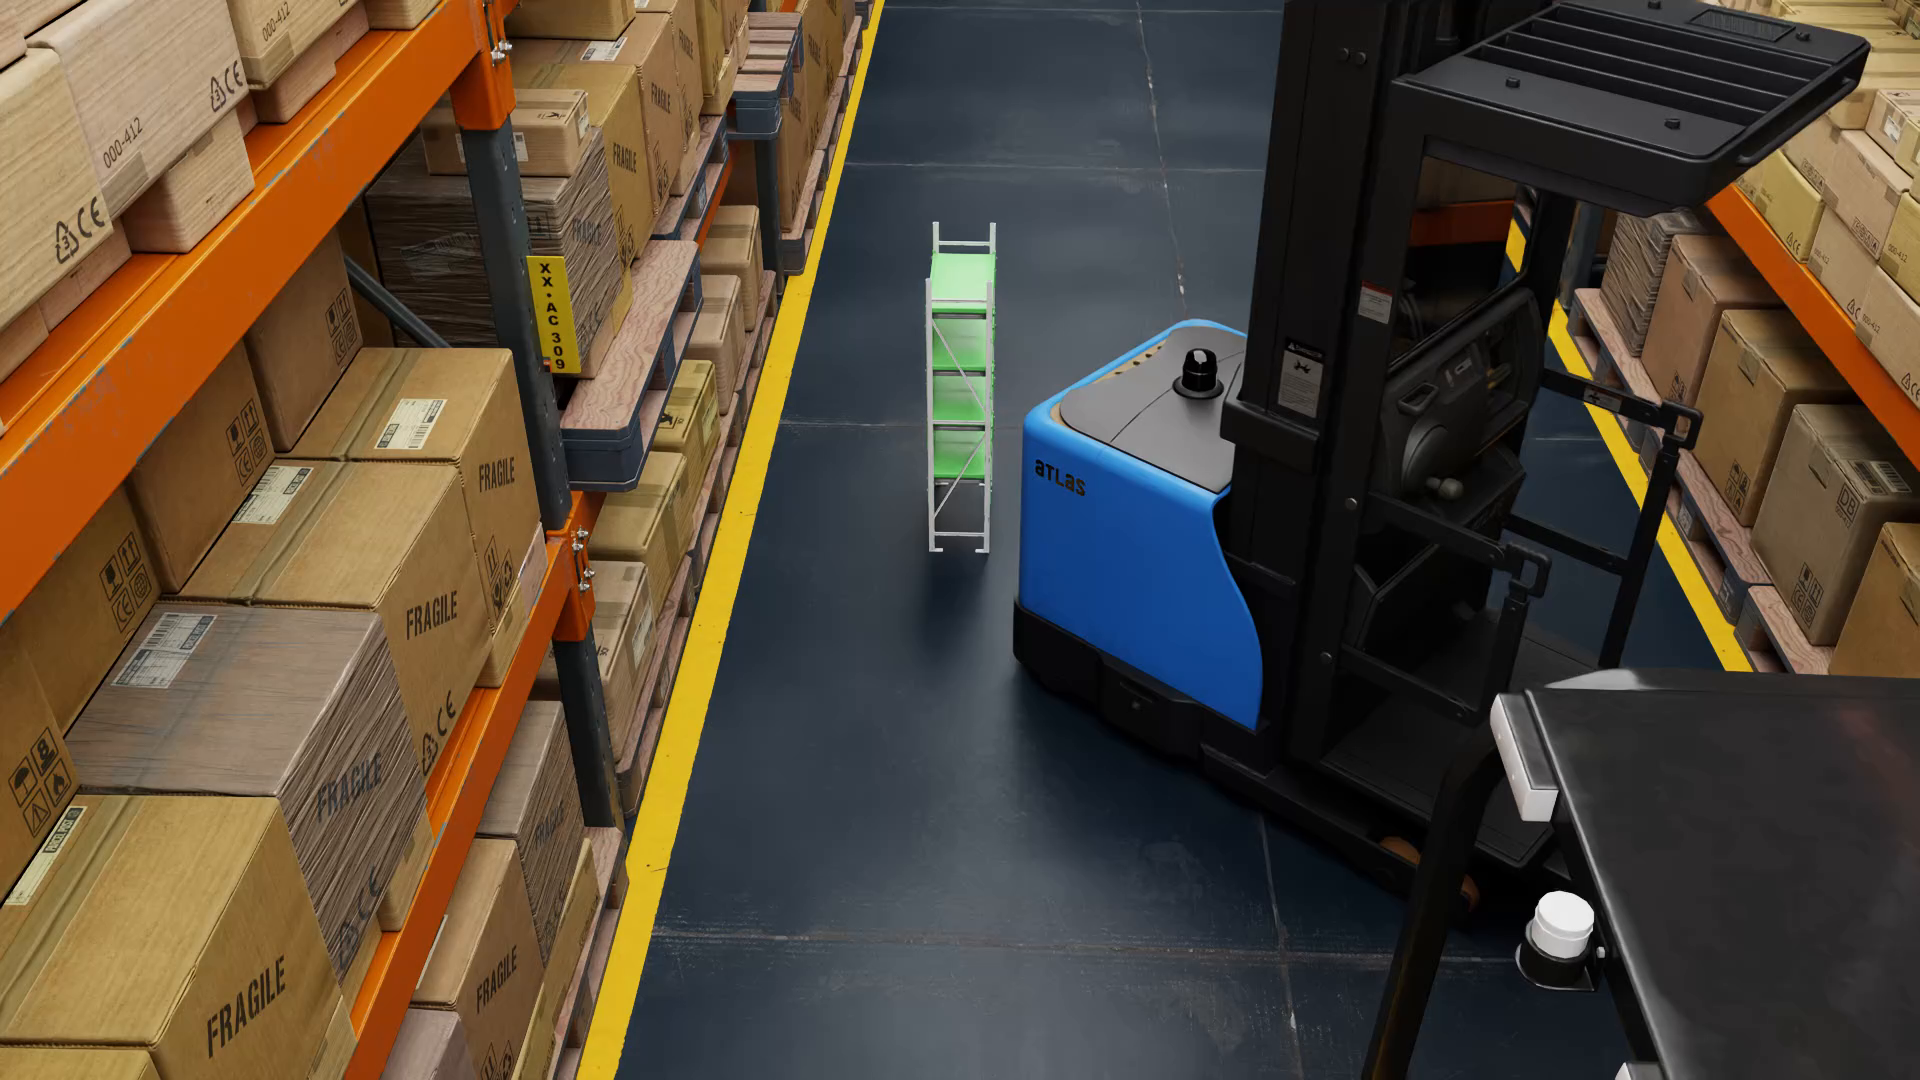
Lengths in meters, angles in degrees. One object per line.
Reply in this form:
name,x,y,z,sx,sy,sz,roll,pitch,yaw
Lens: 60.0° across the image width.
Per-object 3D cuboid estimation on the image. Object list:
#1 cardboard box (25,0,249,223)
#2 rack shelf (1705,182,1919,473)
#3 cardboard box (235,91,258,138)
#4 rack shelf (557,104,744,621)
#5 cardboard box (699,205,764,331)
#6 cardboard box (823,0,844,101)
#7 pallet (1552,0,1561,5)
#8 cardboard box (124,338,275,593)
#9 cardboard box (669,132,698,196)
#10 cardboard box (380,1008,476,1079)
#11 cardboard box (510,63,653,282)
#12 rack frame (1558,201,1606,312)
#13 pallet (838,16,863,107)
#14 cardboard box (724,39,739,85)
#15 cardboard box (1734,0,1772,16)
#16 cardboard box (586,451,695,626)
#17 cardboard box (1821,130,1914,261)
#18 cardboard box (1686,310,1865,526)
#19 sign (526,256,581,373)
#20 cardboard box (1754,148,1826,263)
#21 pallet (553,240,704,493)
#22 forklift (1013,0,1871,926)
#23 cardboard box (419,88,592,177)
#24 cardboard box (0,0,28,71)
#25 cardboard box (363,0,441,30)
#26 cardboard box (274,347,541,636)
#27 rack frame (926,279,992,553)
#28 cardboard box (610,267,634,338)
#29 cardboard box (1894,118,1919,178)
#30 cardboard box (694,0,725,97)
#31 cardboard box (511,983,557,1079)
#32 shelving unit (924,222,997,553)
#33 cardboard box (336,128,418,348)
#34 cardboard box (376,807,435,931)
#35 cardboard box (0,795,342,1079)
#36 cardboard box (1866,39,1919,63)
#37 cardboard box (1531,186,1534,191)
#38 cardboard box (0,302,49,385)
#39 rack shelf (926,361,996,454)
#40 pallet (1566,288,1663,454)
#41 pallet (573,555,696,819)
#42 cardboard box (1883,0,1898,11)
cardboard box,-1.372,-0.664,2.349,0.500,0.250,0.500,1,35,1
rack shelf,3.471,-0.961,6.135,1.077,0.370,4.000,1,35,2
cardboard box,-1.418,-0.720,2.776,0.380,0.149,0.250,0,35,0
rack shelf,-1.488,-1.074,6.295,1.077,0.370,4.000,1,35,2
cardboard box,-1.441,-1.290,7.896,0.950,0.372,0.625,-1,35,-1
cardboard box,-1.221,-3.241,10.235,0.875,0.875,0.875,2,35,3
pallet,3.509,-2.717,8.175,1.213,0.211,1.003,1,35,2
cardboard box,-1.845,-0.250,3.282,0.700,0.500,0.500,2,35,2
cardboard box,-1.151,-1.347,5.911,0.380,0.149,0.250,3,35,4
cardboard box,-1.362,1.359,3.582,0.500,0.500,0.500,3,35,4
cardboard box,-1.244,-1.104,5.001,0.500,0.500,0.500,1,35,2
rack frame,3.552,-2.405,7.563,1.000,3.000,0.127,1,35,2
pallet,-1.203,-3.229,11.162,1.003,0.211,1.213,1,35,2
cardboard box,-1.108,-1.947,6.764,0.380,0.149,0.250,0,35,0
cardboard box,3.253,-2.083,6.454,0.380,0.149,0.250,2,35,2
cardboard box,-1.525,-0.030,6.105,0.950,0.372,0.625,3,35,5
cardboard box,3.195,-1.127,5.441,0.500,0.250,0.500,2,35,3
cardboard box,3.468,-0.485,6.531,0.875,0.625,0.625,0,35,0
sign,-1.026,-0.565,4.193,0.100,0.325,0.005,1,35,2
cardboard box,3.228,-1.211,5.995,0.500,0.250,0.500,2,35,3
pallet,-1.393,-0.576,5.128,1.003,0.211,1.213,1,35,2
forklift,1.624,-0.374,4.734,3.031,2.935,1.130,27,43,33
cardboard box,-1.197,-1.081,4.404,0.380,0.149,0.250,1,35,2
cardboard box,-1.330,-0.590,1.897,0.380,0.149,0.250,2,35,3
cardboard box,-1.276,-1.155,3.395,0.380,0.149,0.250,1,35,2
cardboard box,-1.338,-0.121,3.967,0.500,0.500,0.500,0,35,1
rack frame,-0.003,-0.446,6.341,0.240,1.200,0.015,1,35,2
cardboard box,-1.212,-0.742,5.050,0.380,0.149,0.250,2,35,3
cardboard box,3.189,-1.206,5.206,0.380,0.149,0.250,1,35,1
cardboard box,-1.177,-1.997,6.272,0.500,0.500,0.500,-1,35,-1
cardboard box,-1.335,1.386,4.195,0.500,0.250,0.500,0,35,1
shelving unit,0.007,-0.586,6.540,0.258,1.200,0.503,1,35,2
cardboard box,-1.780,-0.824,4.603,0.500,0.500,0.500,1,35,1
cardboard box,-1.315,0.659,3.422,0.380,0.149,0.250,1,35,1
cardboard box,-1.384,0.768,2.703,0.500,0.500,0.500,1,35,1
cardboard box,3.289,-1.641,5.826,0.380,0.149,0.250,1,35,2
cardboard box,3.384,-2.089,8.923,0.500,0.500,0.500,1,35,1
cardboard box,-1.434,-0.269,2.134,0.380,0.149,0.250,1,35,1
rack shelf,0.007,-0.534,6.577,0.258,0.148,0.480,1,35,2
pallet,3.480,-0.792,7.693,1.003,0.211,1.213,1,35,2
pallet,-1.539,0.474,5.891,1.003,0.211,1.213,1,35,2
cardboard box,3.831,-2.077,6.445,0.380,0.149,0.250,1,35,1
